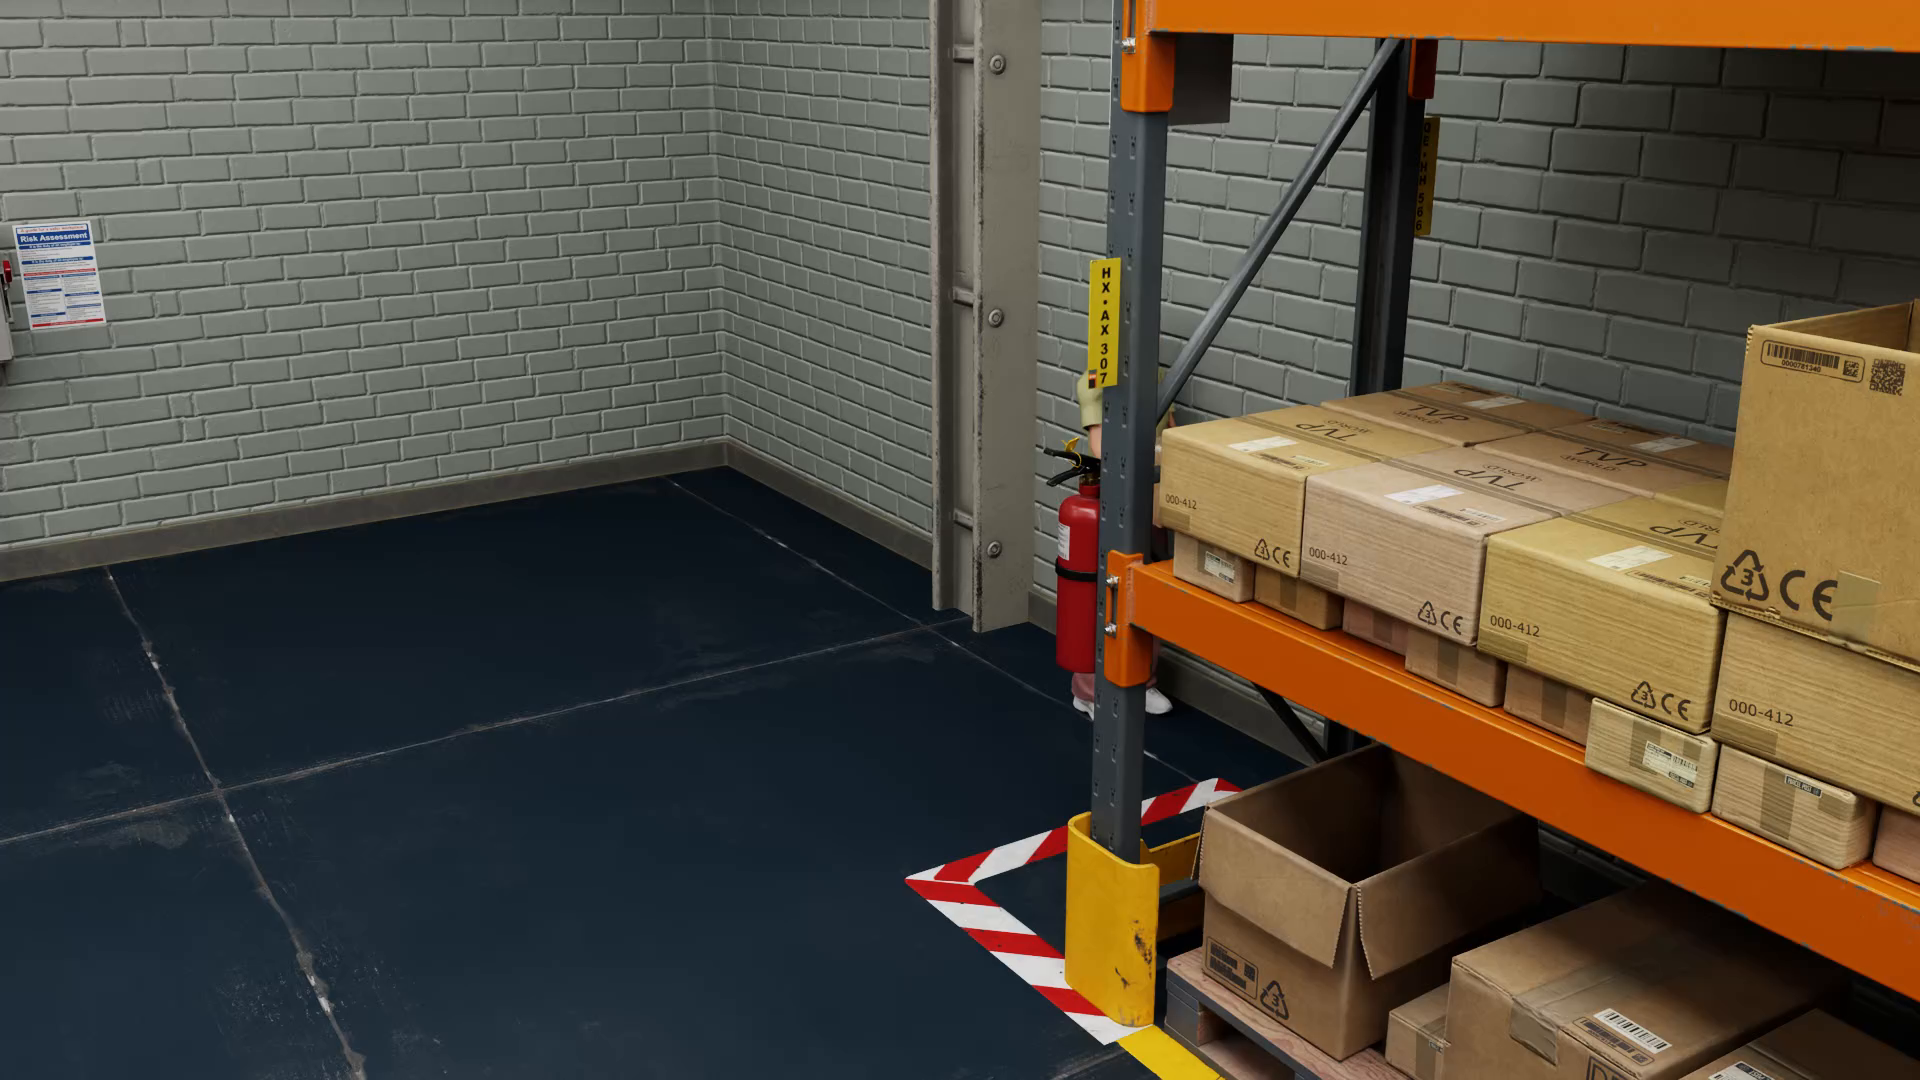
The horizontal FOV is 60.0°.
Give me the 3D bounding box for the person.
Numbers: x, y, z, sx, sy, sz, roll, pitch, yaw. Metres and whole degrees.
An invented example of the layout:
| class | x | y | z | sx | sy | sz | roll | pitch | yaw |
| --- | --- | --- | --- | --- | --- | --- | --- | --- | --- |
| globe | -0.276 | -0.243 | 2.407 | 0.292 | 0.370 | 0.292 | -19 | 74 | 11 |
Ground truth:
| class | x | y | z | sx | sy | sz | roll | pitch | yaw |
| --- | --- | --- | --- | --- | --- | --- | --- | --- | --- |
| person | 0.674 | -0.099 | 6.381 | 0.426 | 1.666 | 0.547 | -11 | 21 | -31 |
